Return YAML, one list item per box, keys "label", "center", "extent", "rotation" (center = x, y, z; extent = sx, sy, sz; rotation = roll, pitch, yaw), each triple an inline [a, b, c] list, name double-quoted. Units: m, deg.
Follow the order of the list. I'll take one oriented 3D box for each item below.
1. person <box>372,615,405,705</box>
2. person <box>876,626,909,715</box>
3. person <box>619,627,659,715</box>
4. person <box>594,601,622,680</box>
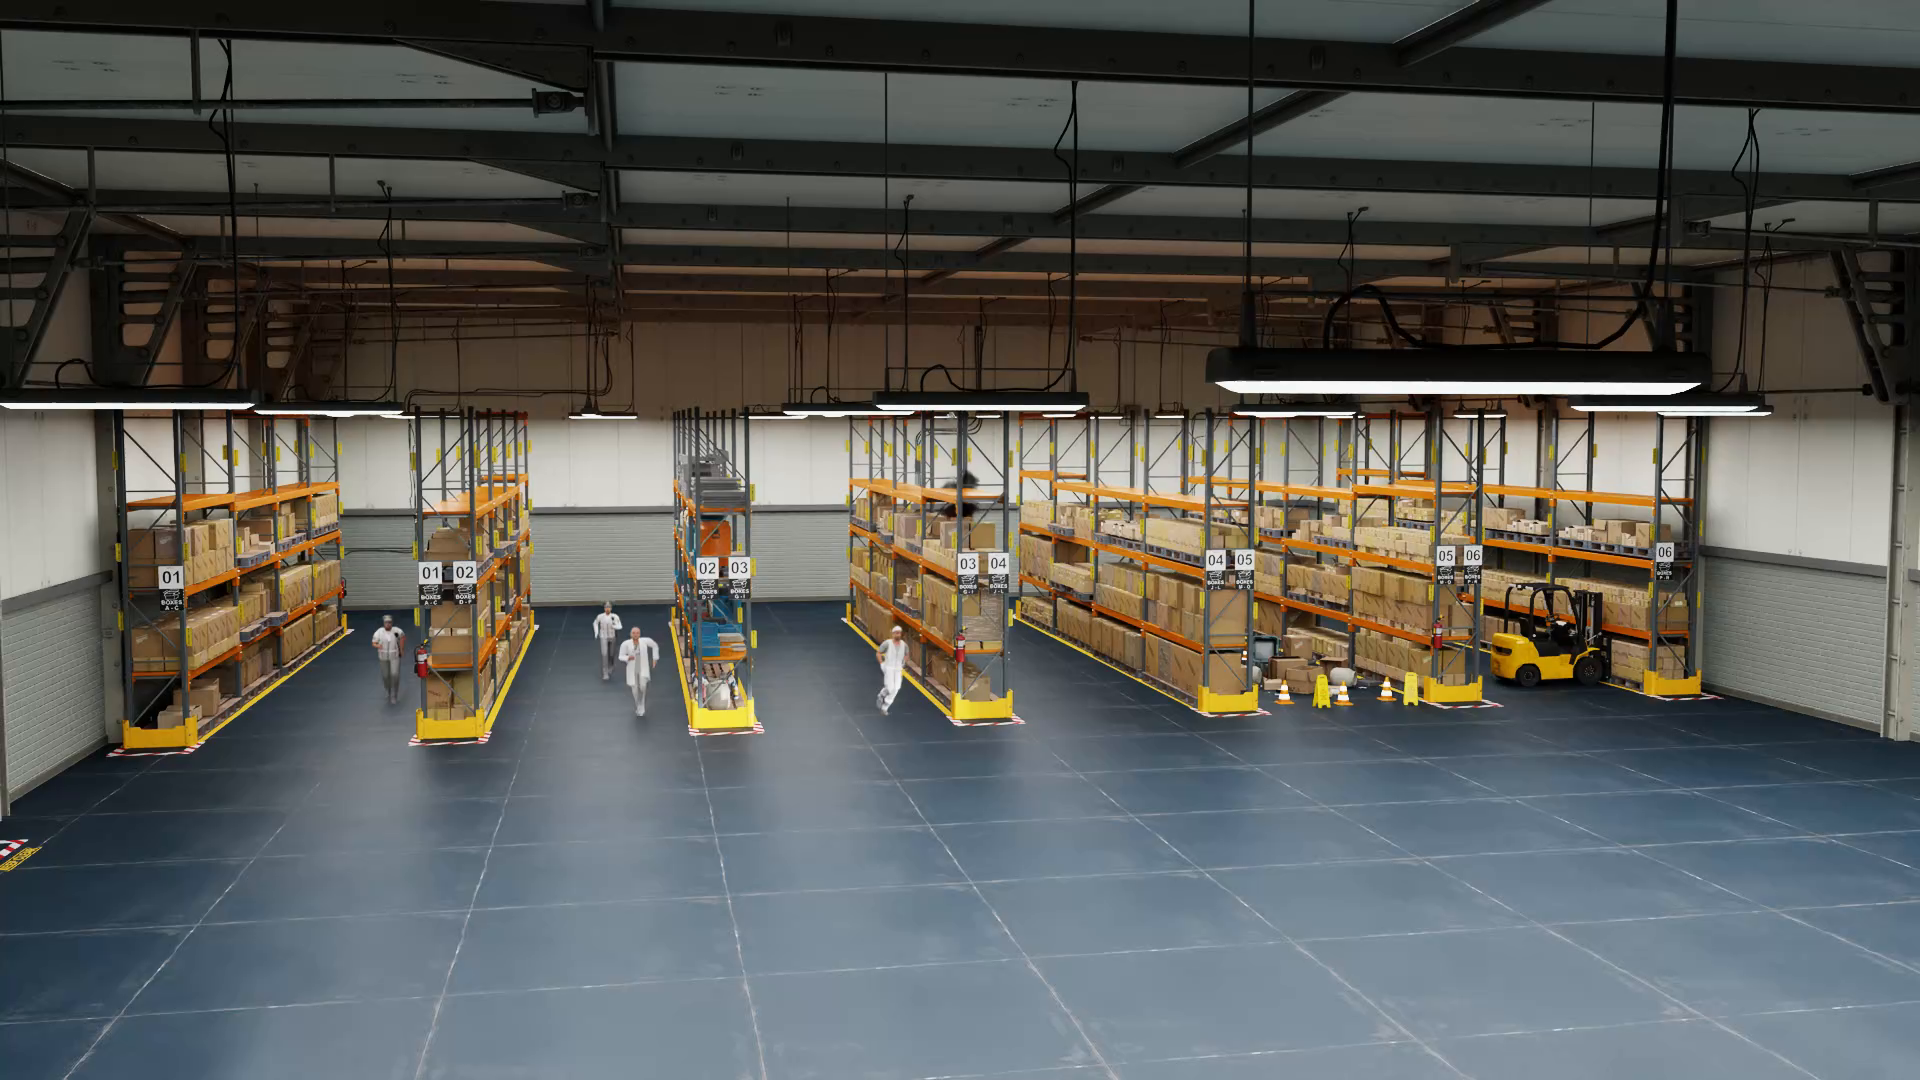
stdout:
- label: "person"
  center: [-11.678, 2.420, 33.991]
  extent: [0.607, 1.813, 0.909]
  rotation: [-1, 4, -11]
- label: "person"
  center: [-1.273, 2.534, 32.381]
  extent: [0.646, 1.723, 0.585]
  rotation: [-2, 4, -25]
- label: "person"
  center: [-6.223, 2.543, 32.220]
  extent: [0.757, 1.732, 0.846]
  rotation: [-1, 4, -10]
- label: "person"
  center: [-7.873, 2.213, 37.170]
  extent: [0.588, 1.705, 0.914]
  rotation: [-1, 4, -16]
